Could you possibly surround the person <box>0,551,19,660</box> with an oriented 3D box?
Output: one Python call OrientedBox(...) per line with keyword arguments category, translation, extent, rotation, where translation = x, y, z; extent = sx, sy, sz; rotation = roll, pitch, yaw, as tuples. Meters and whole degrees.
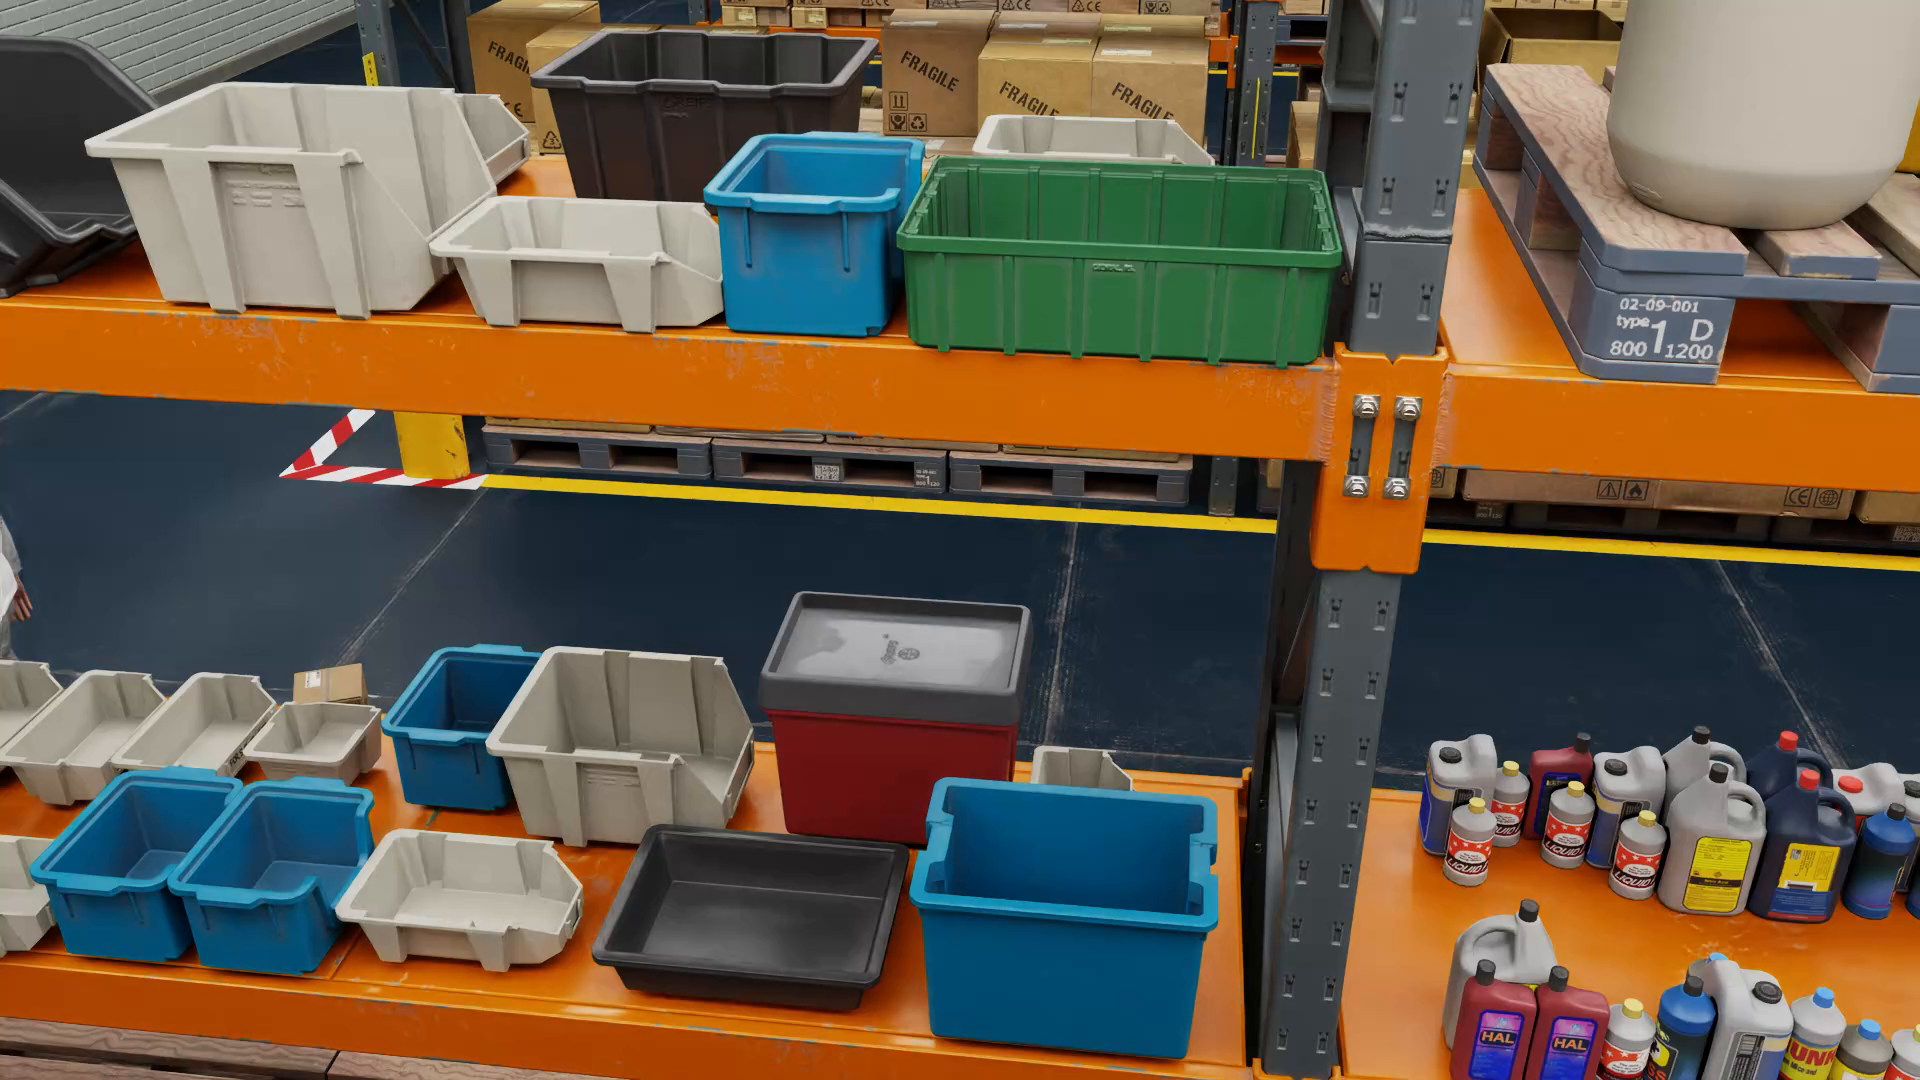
OrientedBox(category="person", translation=(-3.524, 0.257, 5.584), extent=(0.975, 1.721, 0.572), rotation=(-8, 29, -15))
